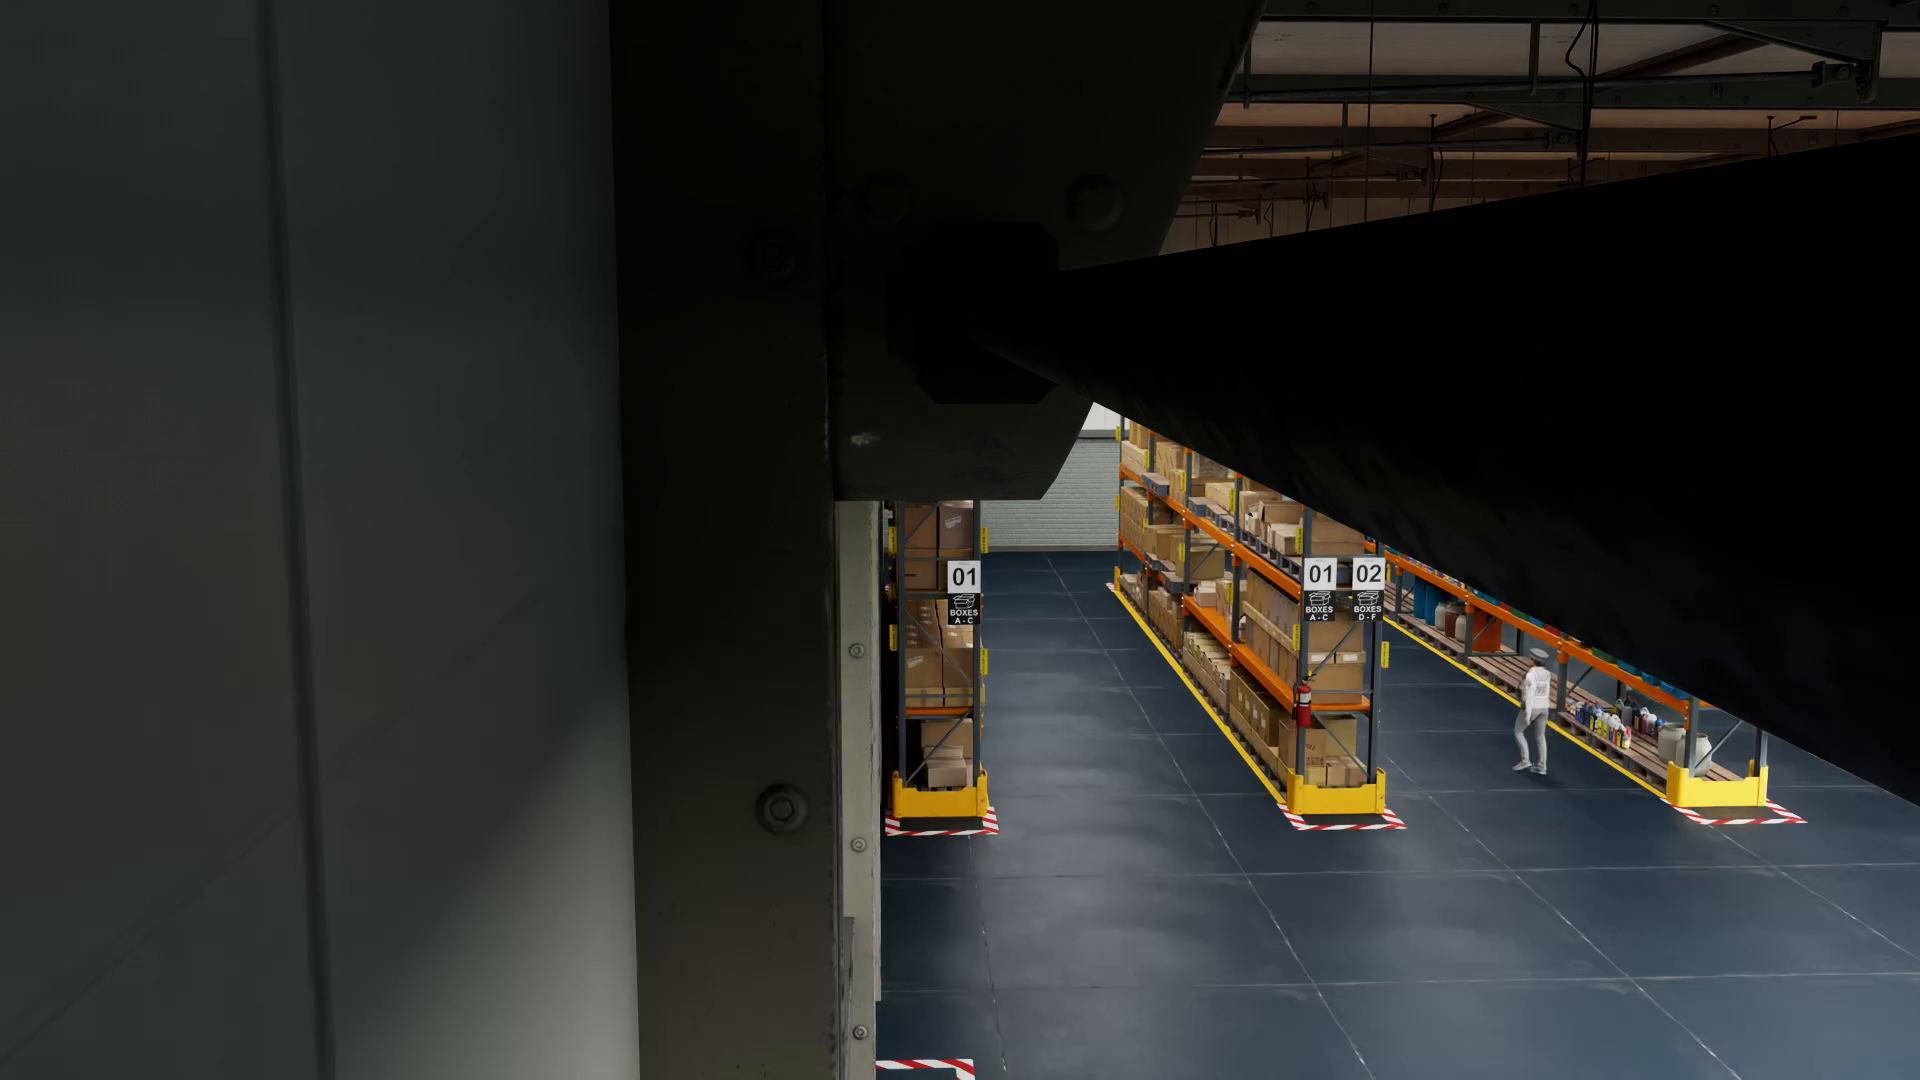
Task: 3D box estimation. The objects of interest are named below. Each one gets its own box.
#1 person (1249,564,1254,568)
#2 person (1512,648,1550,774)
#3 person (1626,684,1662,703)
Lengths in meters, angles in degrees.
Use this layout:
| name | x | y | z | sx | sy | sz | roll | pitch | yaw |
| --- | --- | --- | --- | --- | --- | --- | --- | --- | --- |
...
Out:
| name | x | y | z | sx | sy | sz | roll | pitch | yaw |
| --- | --- | --- | --- | --- | --- | --- | --- | --- | --- |
| person | 6.019 | 0.737 | 33.313 | 0.514 | 1.587 | 1.043 | 0 | 8 | -3 |
| person | 7.737 | 2.299 | 22.314 | 0.490 | 1.689 | 0.502 | -3 | 9 | -19 |
| person | 10.897 | 1.663 | 26.466 | 0.627 | 1.712 | 1.069 | 0 | 8 | 1 |
